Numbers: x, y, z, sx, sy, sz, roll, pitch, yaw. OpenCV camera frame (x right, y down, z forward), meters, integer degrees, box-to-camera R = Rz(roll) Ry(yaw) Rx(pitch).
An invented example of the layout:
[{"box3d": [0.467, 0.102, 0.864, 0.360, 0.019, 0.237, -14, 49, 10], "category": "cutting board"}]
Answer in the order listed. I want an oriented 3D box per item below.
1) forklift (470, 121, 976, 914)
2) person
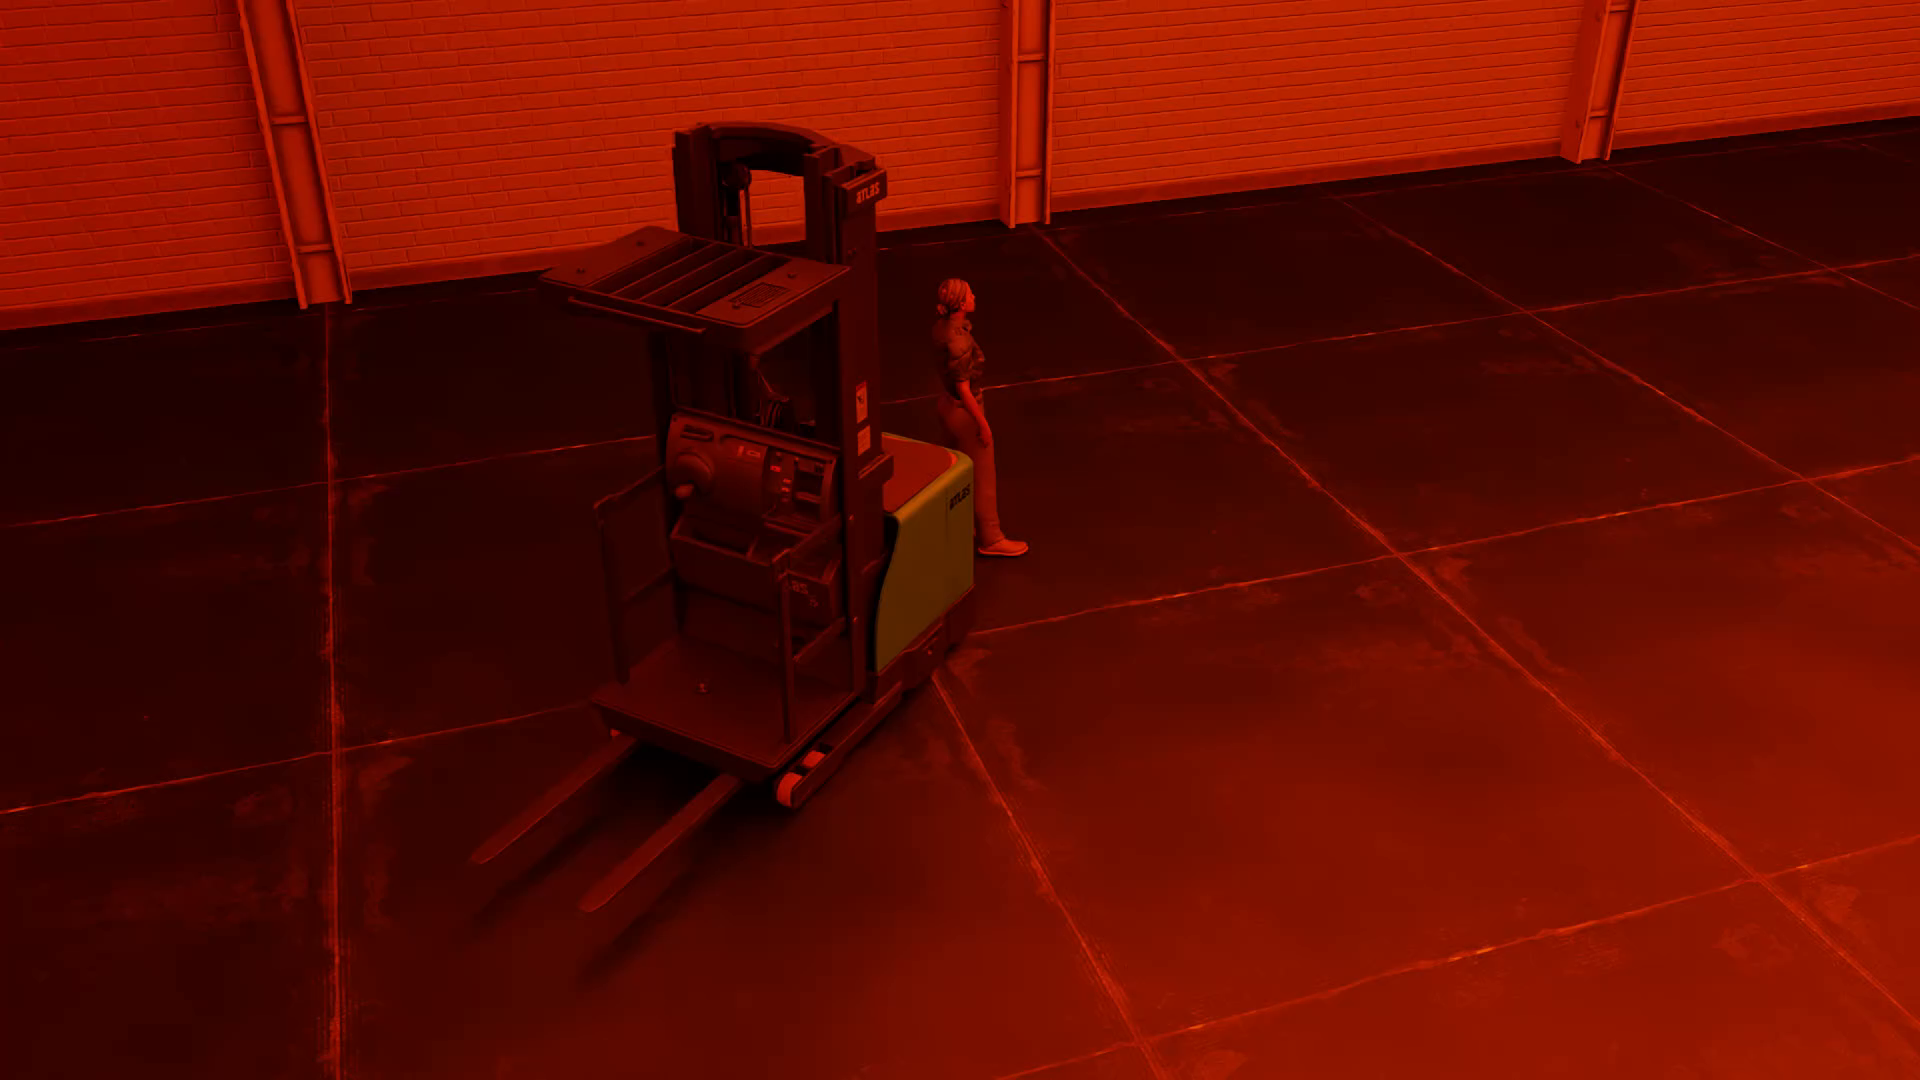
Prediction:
[{"box3d": [-1.080, -0.268, 7.552, 1.130, 2.935, 3.031, 16, 34, 25], "category": "forklift"}, {"box3d": [0.098, -0.725, 9.621, 0.494, 1.656, 0.565, -9, 31, -16], "category": "person"}]
